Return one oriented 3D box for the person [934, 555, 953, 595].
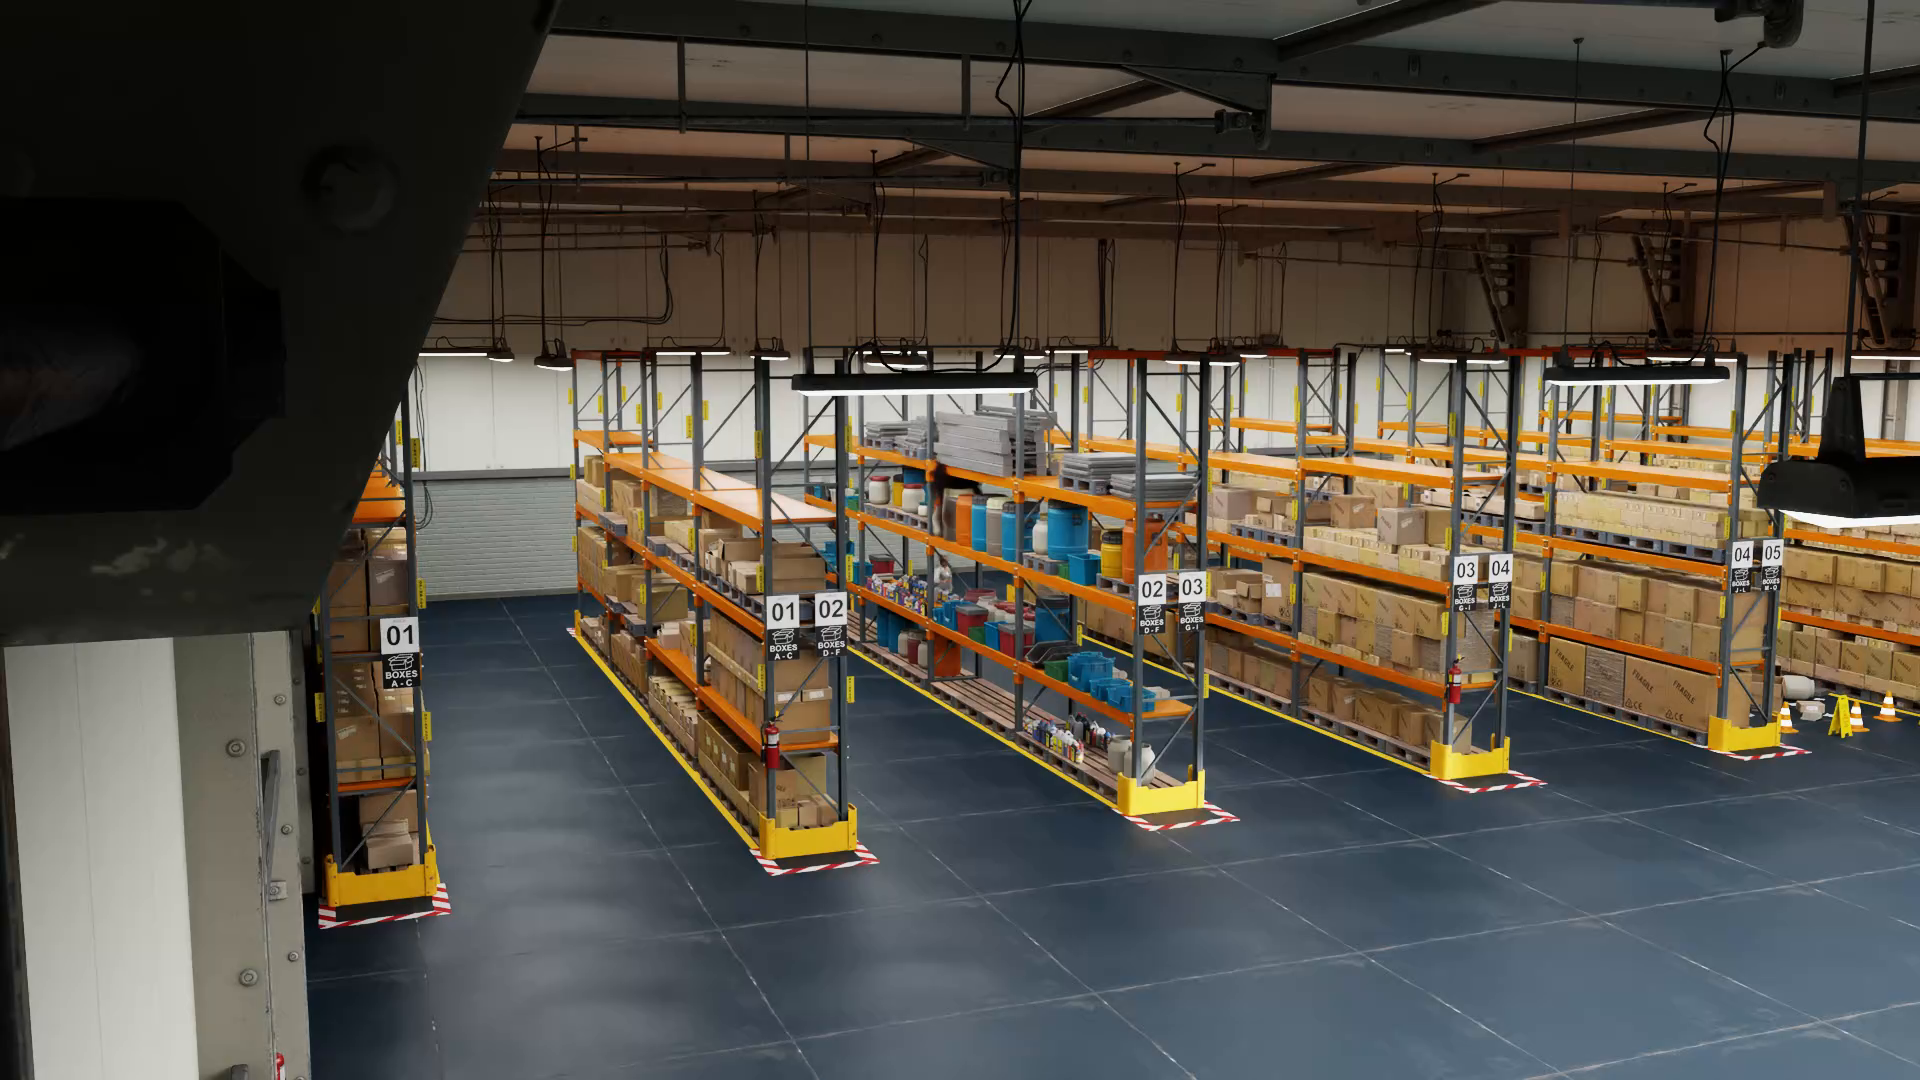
[{"bbox_3d":[-0.352,1.124,35.381,0.523,1.625,0.824,-3,8,-26],"label":"person"}]
